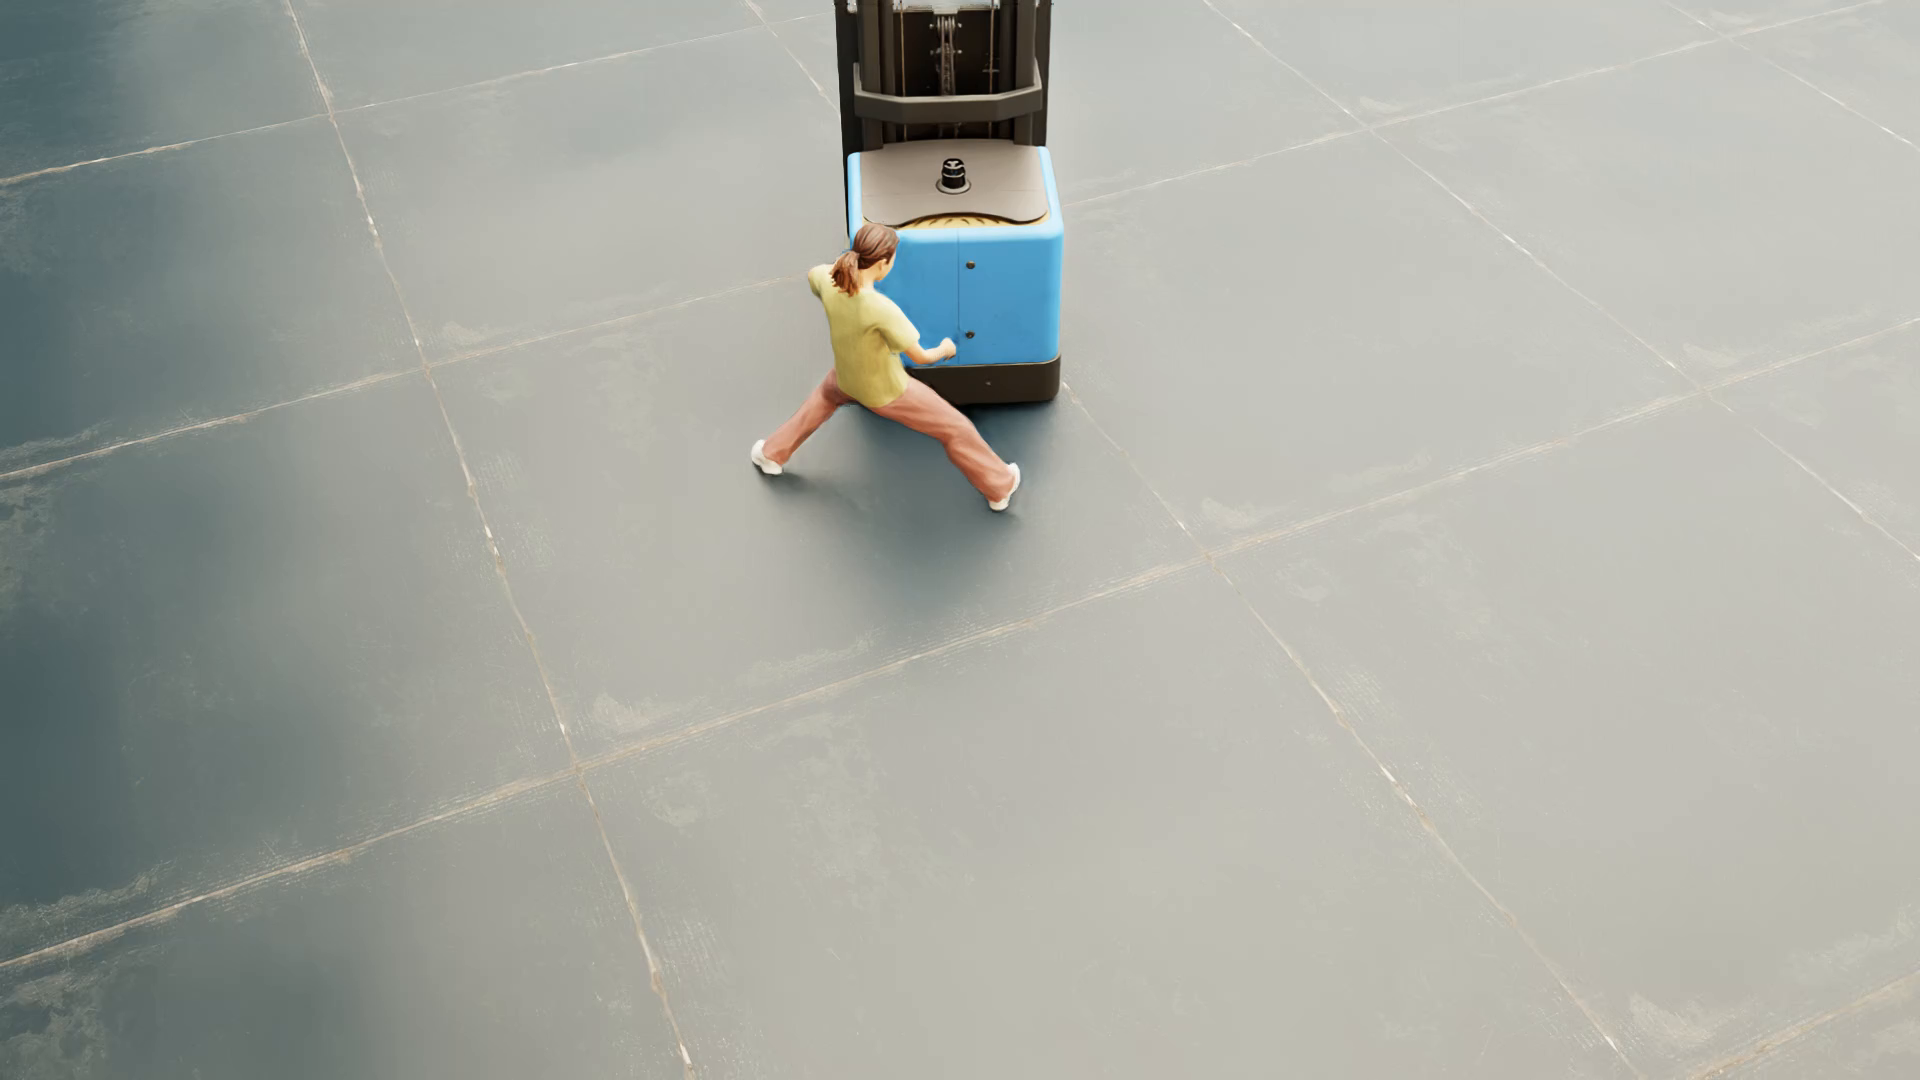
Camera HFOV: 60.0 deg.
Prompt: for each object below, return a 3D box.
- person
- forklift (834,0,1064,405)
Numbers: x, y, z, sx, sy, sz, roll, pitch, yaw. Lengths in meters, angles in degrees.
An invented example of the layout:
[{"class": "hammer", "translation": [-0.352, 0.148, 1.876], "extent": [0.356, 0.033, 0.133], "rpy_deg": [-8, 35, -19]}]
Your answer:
[{"class": "person", "translation": [-0.363, -0.859, 7.658], "extent": [1.201, 1.478, 0.902], "rpy_deg": [33, 52, 30]}, {"class": "forklift", "translation": [-0.101, -2.740, 8.616], "extent": [1.130, 2.935, 3.031], "rpy_deg": [-2, 43, -3]}]
